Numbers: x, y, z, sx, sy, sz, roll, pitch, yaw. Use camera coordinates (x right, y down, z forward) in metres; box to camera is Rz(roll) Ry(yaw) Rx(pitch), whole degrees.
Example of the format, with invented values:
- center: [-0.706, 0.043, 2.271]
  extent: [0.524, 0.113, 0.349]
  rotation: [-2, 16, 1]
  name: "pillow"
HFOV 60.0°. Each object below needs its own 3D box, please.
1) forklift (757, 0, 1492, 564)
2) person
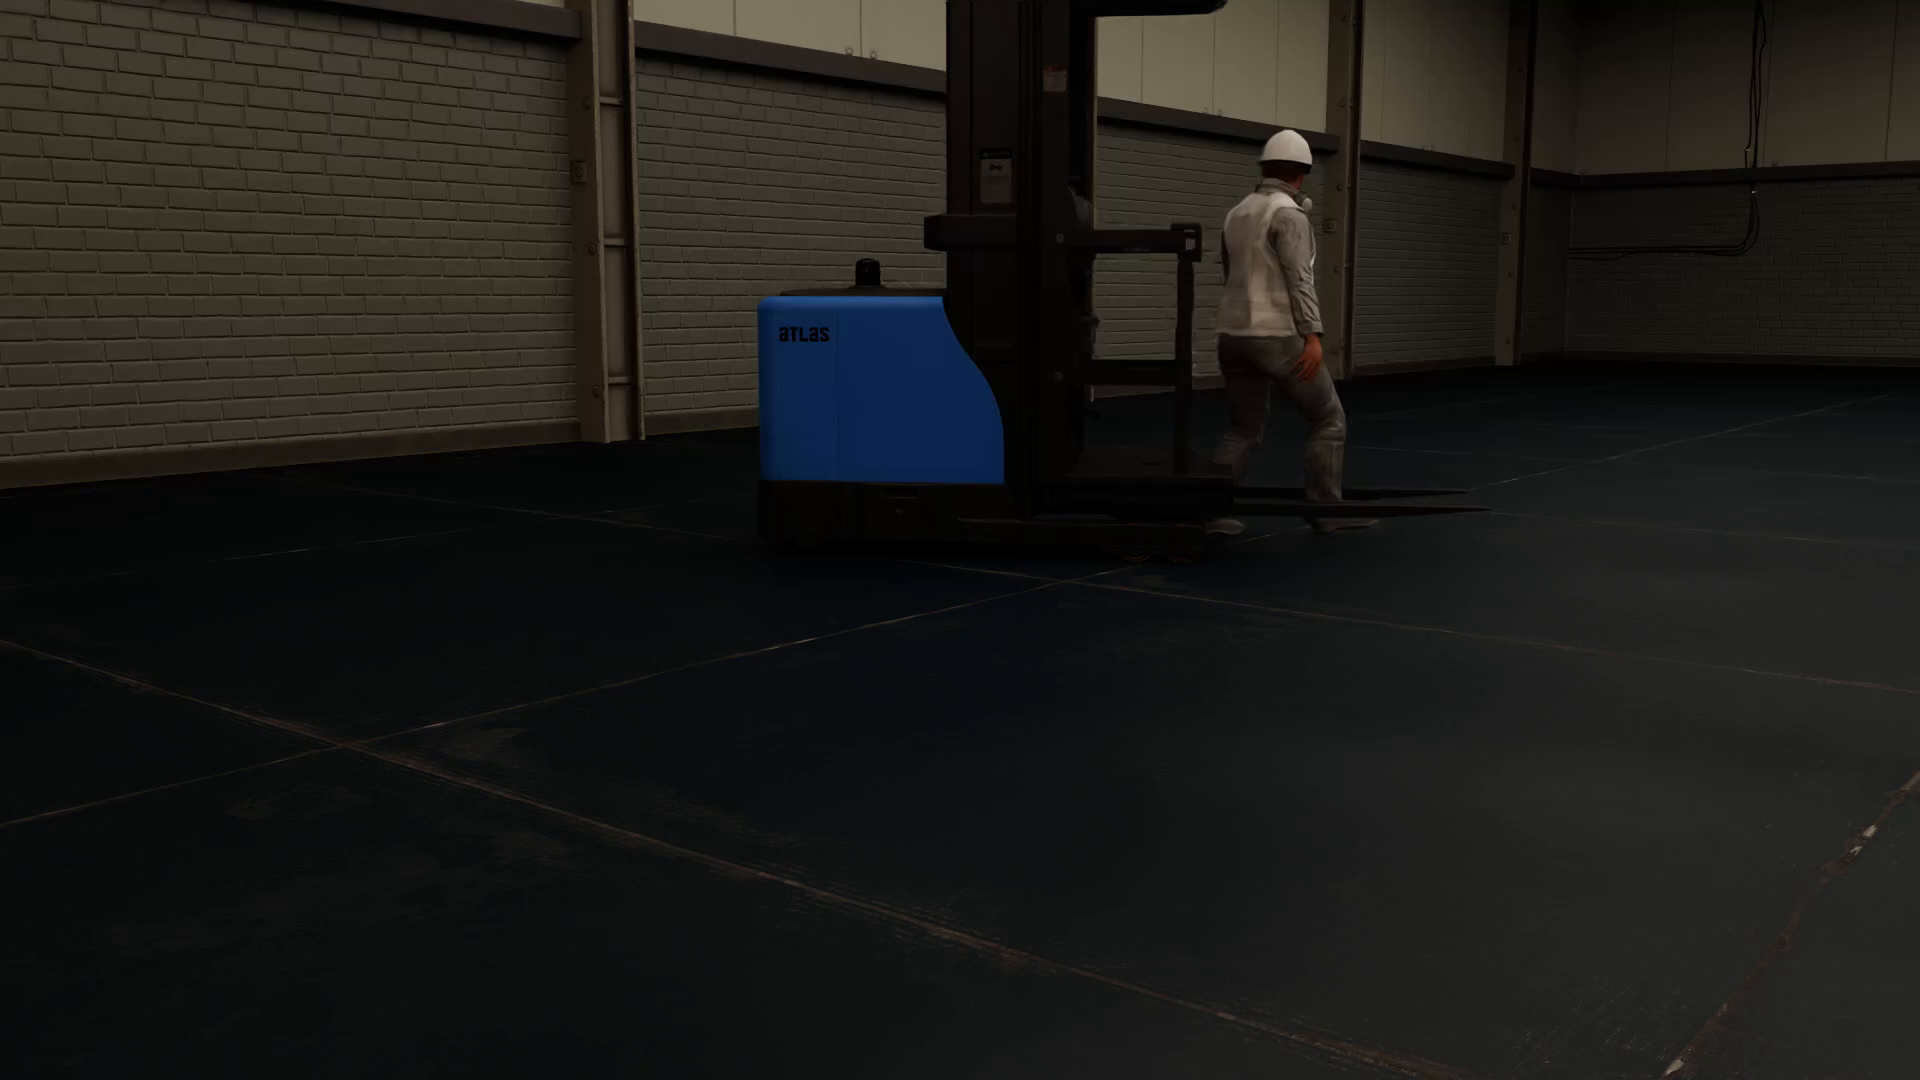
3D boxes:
- center: [0.703, -1.435, 7.089]
  extent: [3.031, 2.935, 1.130]
  rotation: [1, 8, 8]
  name: "forklift"
- center: [1.396, -0.864, 7.090]
  extent: [0.746, 1.730, 0.740]
  rotation: [-4, 9, -27]
  name: "person"
